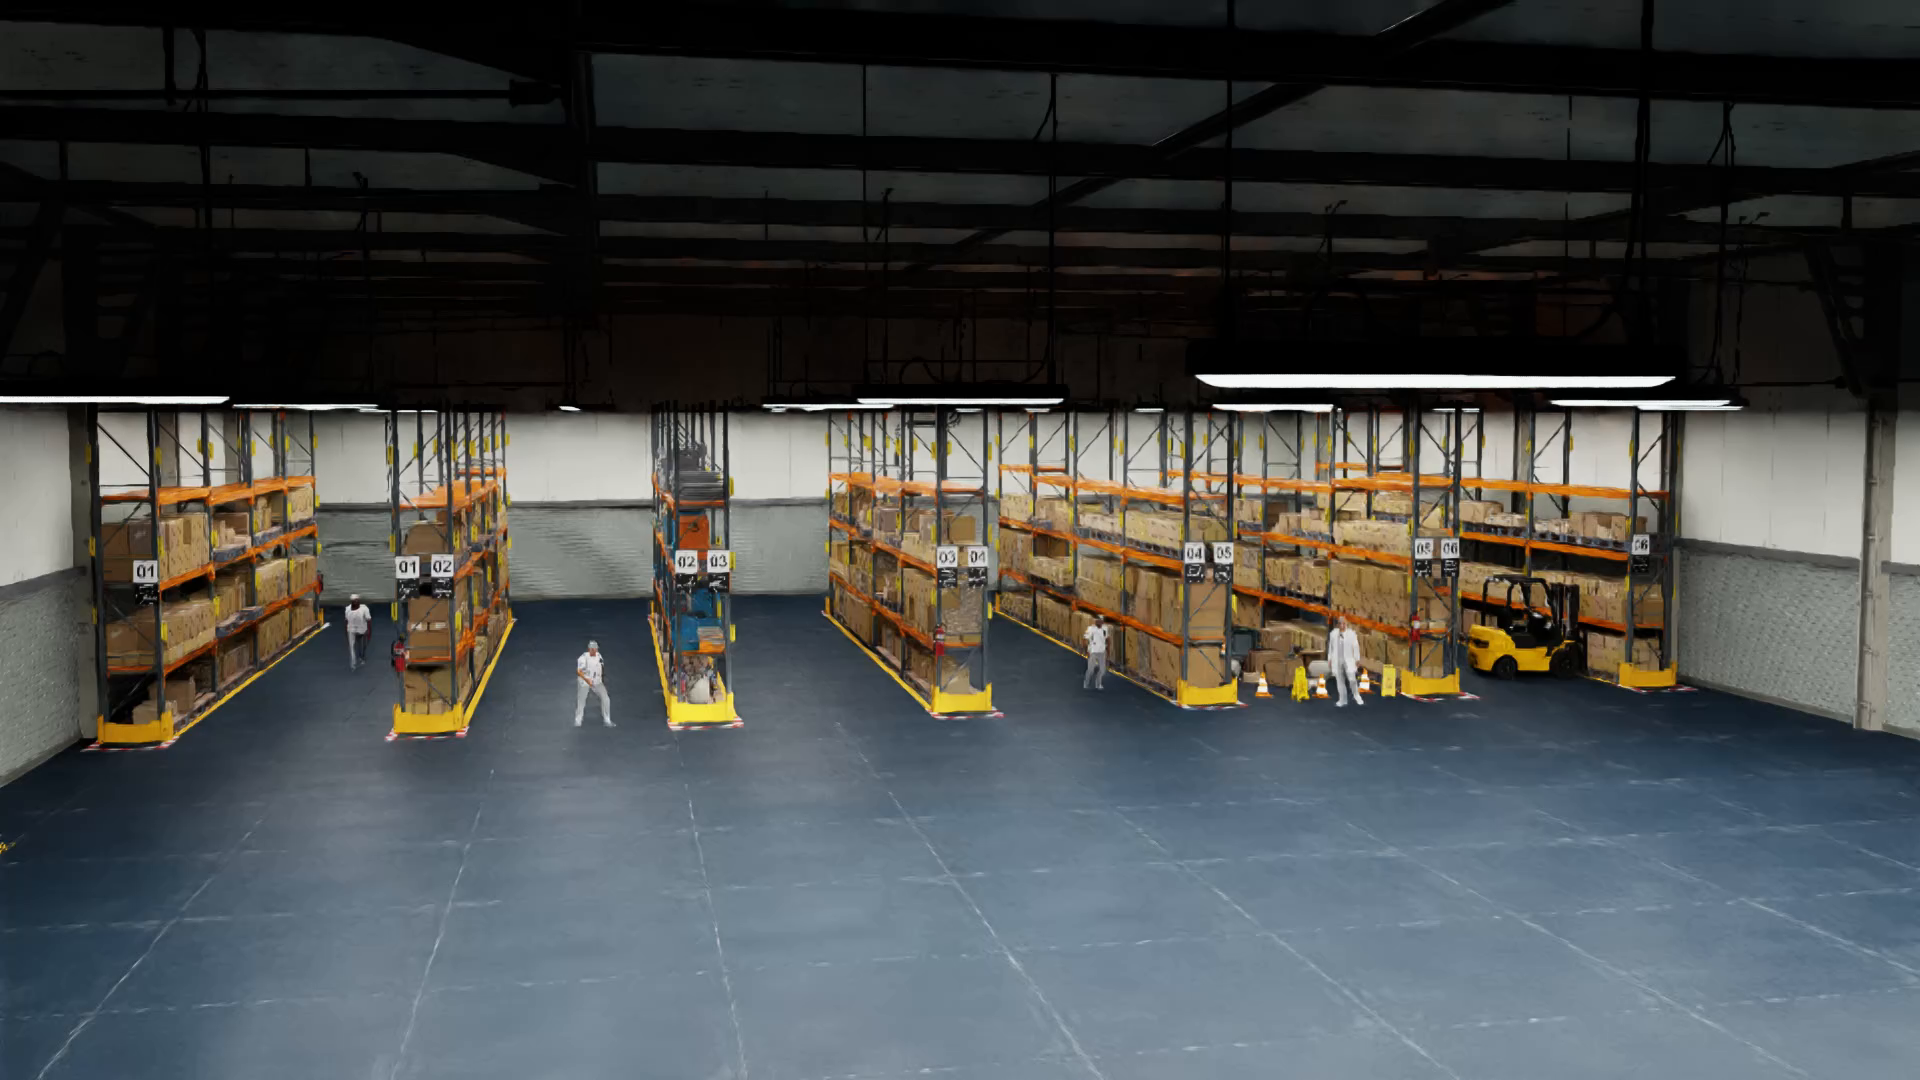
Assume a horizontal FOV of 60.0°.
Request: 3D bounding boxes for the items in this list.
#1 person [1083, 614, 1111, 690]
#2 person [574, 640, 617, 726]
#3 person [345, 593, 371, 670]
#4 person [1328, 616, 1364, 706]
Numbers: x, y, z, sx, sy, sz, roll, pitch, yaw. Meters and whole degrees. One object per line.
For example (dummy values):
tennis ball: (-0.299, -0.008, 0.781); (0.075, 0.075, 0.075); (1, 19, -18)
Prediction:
person: (2.840, 2.313, 34.565); (0.592, 1.629, 0.531); (-1, 4, -14)
person: (-6.743, 2.622, 30.503); (0.660, 1.596, 0.785); (-3, 5, -32)
person: (-13.558, 2.047, 37.434); (0.583, 1.716, 1.043); (-1, 4, -13)
person: (7.582, 2.424, 32.663); (0.708, 1.657, 0.542); (2, 5, 27)
